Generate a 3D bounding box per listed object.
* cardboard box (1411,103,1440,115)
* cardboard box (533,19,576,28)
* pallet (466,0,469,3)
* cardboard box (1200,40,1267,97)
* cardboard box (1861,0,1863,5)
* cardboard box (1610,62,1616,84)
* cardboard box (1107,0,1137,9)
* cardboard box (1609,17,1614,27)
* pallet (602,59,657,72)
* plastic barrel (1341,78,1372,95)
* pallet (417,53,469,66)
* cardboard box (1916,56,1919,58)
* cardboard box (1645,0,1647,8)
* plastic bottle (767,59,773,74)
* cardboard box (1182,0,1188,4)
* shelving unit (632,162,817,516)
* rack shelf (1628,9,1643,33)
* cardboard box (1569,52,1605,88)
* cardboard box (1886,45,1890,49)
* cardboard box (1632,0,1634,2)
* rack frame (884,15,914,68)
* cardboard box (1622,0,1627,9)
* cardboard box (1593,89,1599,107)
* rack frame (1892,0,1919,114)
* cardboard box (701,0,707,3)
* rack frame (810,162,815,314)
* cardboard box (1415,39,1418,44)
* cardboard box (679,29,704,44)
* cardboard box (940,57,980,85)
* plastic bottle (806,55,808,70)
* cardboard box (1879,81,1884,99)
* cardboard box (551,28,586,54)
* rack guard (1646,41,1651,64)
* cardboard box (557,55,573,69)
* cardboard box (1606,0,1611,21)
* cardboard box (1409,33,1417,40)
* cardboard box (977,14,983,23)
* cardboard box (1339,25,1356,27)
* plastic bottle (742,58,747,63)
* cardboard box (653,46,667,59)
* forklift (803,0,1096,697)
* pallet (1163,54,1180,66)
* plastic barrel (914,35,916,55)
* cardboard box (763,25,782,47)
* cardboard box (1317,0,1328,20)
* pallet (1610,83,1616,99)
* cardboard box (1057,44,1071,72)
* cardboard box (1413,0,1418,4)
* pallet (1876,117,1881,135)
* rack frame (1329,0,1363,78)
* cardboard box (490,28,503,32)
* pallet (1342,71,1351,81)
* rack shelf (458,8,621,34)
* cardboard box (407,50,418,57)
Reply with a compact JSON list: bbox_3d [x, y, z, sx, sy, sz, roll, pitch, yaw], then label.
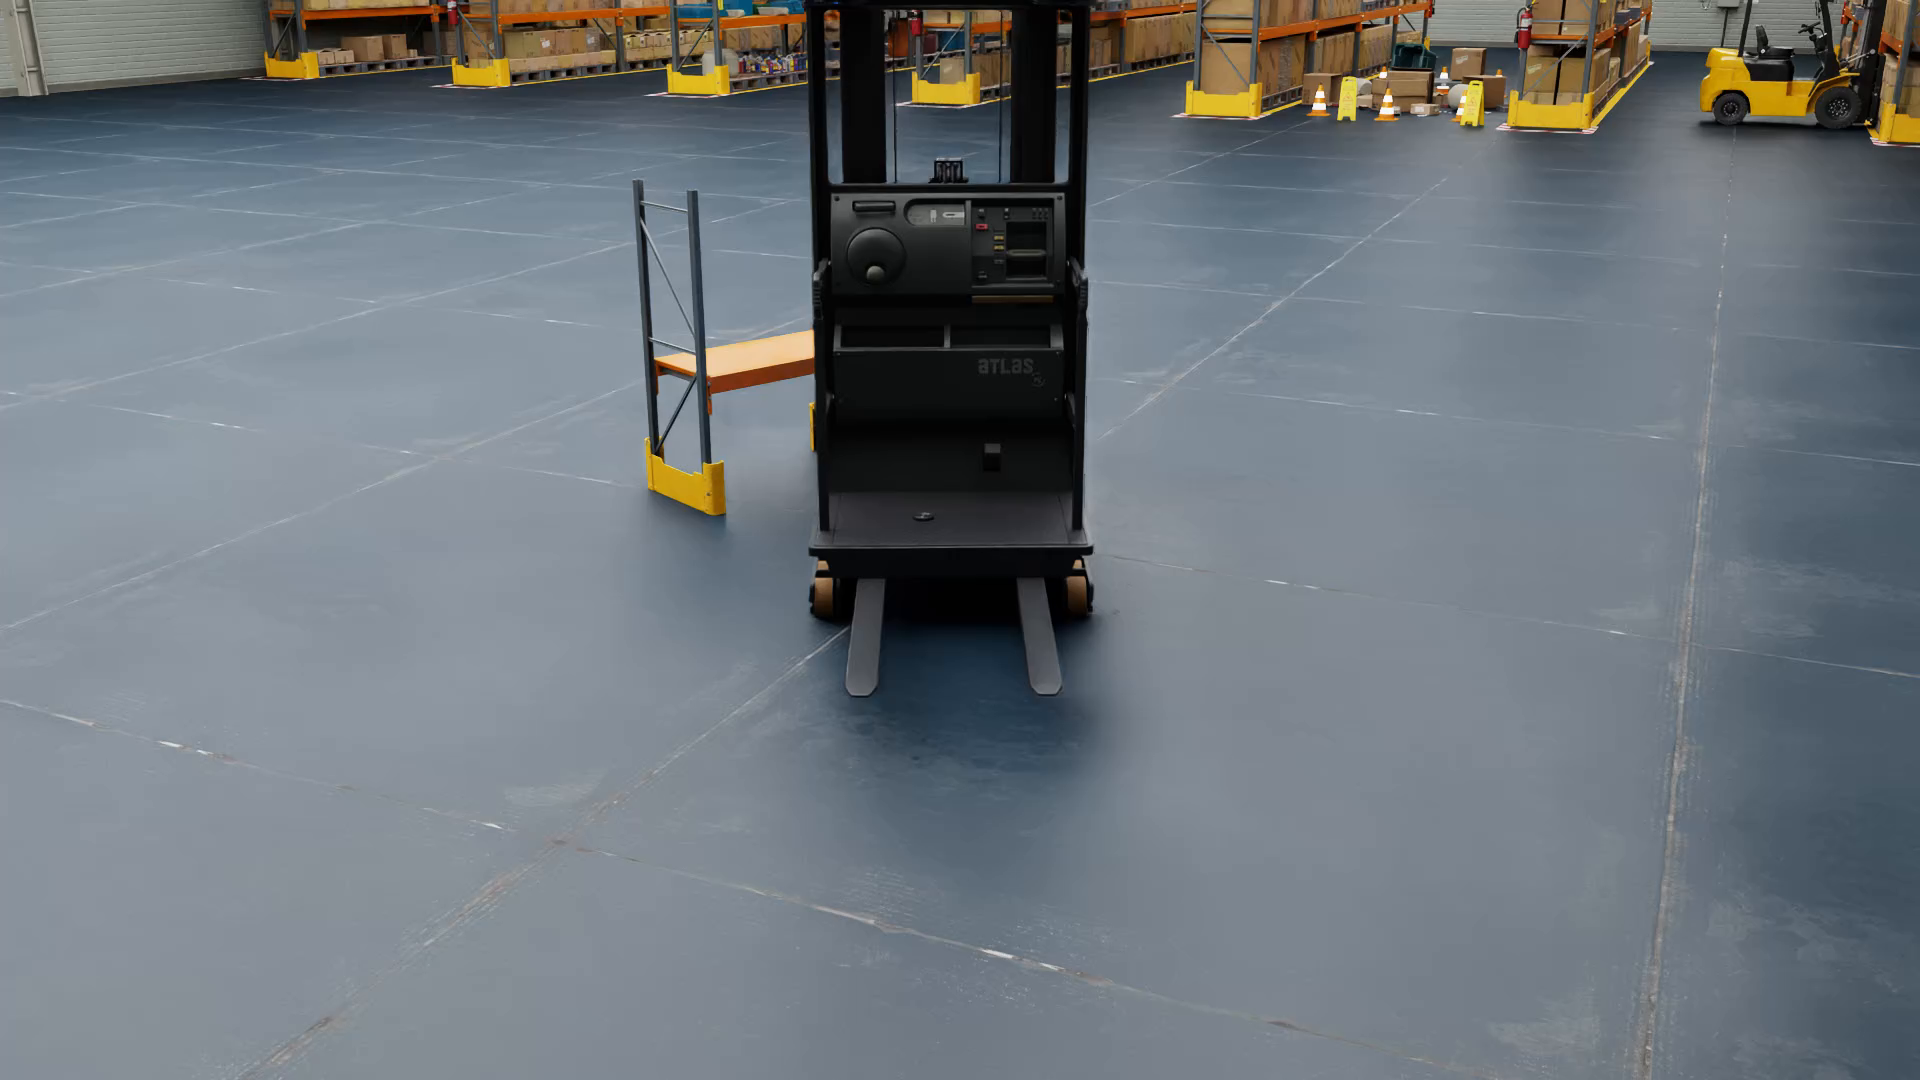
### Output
[{"bbox_3d":[7.461,-6.909,26.675,0.250,0.149,0.380,-14,24,-33],"label":"cardboard box"},{"bbox_3d":[-10.134,-12.811,41.596,0.750,0.750,0.750,8,21,22],"label":"cardboard box"},{"bbox_3d":[-11.328,-12.718,39.040,1.003,0.211,1.213,9,21,23],"label":"pallet"},{"bbox_3d":[4.427,-7.636,27.009,0.875,0.875,0.875,9,21,23],"label":"cardboard box"},{"bbox_3d":[16.710,-9.835,30.243,0.500,0.250,0.500,8,21,20],"label":"cardboard box"},{"bbox_3d":[11.192,-8.351,29.769,0.950,0.372,0.625,9,22,24],"label":"cardboard box"},{"bbox_3d":[3.450,-11.539,35.288,0.500,0.500,0.500,9,22,24],"label":"cardboard box"},{"bbox_3d":[10.456,-8.462,27.161,0.380,0.149,0.250,9,22,24],"label":"cardboard box"},{"bbox_3d":[-7.406,-10.435,36.494,1.003,0.211,1.213,9,21,23],"label":"pallet"},{"bbox_3d":[6.783,-7.675,28.418,0.421,0.421,0.512,-9,22,-24],"label":"plastic barrel"},{"bbox_3d":[-11.875,-11.121,38.424,1.003,0.211,1.213,9,21,23],"label":"pallet"},{"bbox_3d":[14.717,-7.157,25.102,0.500,0.250,0.500,8,21,22],"label":"cardboard box"},{"bbox_3d":[14.322,-11.551,35.323,0.500,0.500,0.500,9,21,23],"label":"cardboard box"},{"bbox_3d":[-3.656,-9.120,32.033,0.061,0.283,0.133,9,21,24],"label":"plastic bottle"},{"bbox_3d":[5.065,-12.529,38.598,0.380,0.149,0.250,9,21,23],"label":"cardboard box"},{"bbox_3d":[-0.946,-1.011,8.073,1.083,1.500,0.587,-17,25,-39],"label":"shelving unit"},{"bbox_3d":[12.862,-10.293,33.008,1.077,0.370,4.000,9,21,23],"label":"rack shelf"},{"bbox_3d":[9.782,-7.359,26.043,0.500,0.500,0.500,9,21,24],"label":"cardboard box"},{"bbox_3d":[16.544,-8.852,30.018,0.380,0.149,0.250,7,21,20],"label":"cardboard box"},{"bbox_3d":[12.476,-10.306,31.450,0.500,0.250,0.500,8,21,22],"label":"cardboard box"},{"bbox_3d":[-1.516,-12.060,36.903,1.000,3.000,0.127,9,21,23],"label":"rack frame"},{"bbox_3d":[11.479,-9.397,29.165,0.380,0.149,0.250,9,22,25],"label":"cardboard box"},{"bbox_3d":[9.566,-6.841,25.705,0.500,0.250,0.500,9,22,25],"label":"cardboard box"},{"bbox_3d":[13.297,-6.895,22.380,1.000,3.000,0.127,9,21,23],"label":"rack frame"},{"bbox_3d":[-6.223,-12.593,38.536,0.500,0.311,0.500,10,22,26],"label":"cardboard box"},{"bbox_3d":[-0.573,-1.122,8.385,0.032,1.500,0.500,-17,25,-39],"label":"rack frame"},{"bbox_3d":[10.595,-11.749,39.214,0.380,0.149,0.250,8,21,20],"label":"cardboard box"},{"bbox_3d":[-6.230,-11.553,38.119,0.500,0.311,0.500,8,21,22],"label":"cardboard box"},{"bbox_3d":[-0.003,-8.143,28.994,0.500,0.500,0.500,13,23,33],"label":"cardboard box"},{"bbox_3d":[-3.050,-9.572,33.305,0.061,0.283,0.133,10,22,25],"label":"plastic bottle"},{"bbox_3d":[13.619,-6.537,24.104,0.500,0.250,0.500,8,21,21],"label":"cardboard box"},{"bbox_3d":[-8.079,-10.297,34.304,0.500,0.500,0.500,9,21,23],"label":"cardboard box"},{"bbox_3d":[15.329,-11.296,38.484,1.175,0.500,0.348,9,21,23],"label":"rack guard"},{"bbox_3d":[-8.271,-9.789,33.995,0.500,0.250,0.500,9,21,23],"label":"cardboard box"},{"bbox_3d":[9.832,-8.340,25.850,0.500,0.500,0.500,8,21,22],"label":"cardboard box"},{"bbox_3d":[10.408,-11.727,38.707,0.380,0.149,0.250,9,22,25],"label":"cardboard box"},{"bbox_3d":[0.180,-8.944,28.518,0.380,0.149,0.250,9,21,23],"label":"cardboard box"},{"bbox_3d":[8.152,-10.757,35.224,0.500,0.250,0.500,9,22,25],"label":"cardboard box"},{"bbox_3d":[-4.255,-9.276,32.482,0.152,0.276,0.135,8,21,21],"label":"plastic bottle"},{"bbox_3d":[-6.860,-10.824,36.906,0.500,0.250,0.500,8,21,21],"label":"cardboard box"},{"bbox_3d":[-0.040,-1.176,6.400,1.130,2.935,3.031,0,20,-1],"label":"forklift"},{"bbox_3d":[4.393,-11.043,38.205,1.003,0.211,1.213,9,21,23],"label":"pallet"},{"bbox_3d":[-1.182,-11.422,38.196,0.421,0.512,0.421,0,20,0],"label":"plastic barrel"},{"bbox_3d":[-4.752,-12.500,41.213,0.500,0.500,0.500,9,21,23],"label":"cardboard box"},{"bbox_3d":[6.309,-9.617,29.884,0.500,0.500,0.500,9,21,23],"label":"cardboard box"},{"bbox_3d":[11.221,-8.096,29.920,1.003,0.211,1.213,9,21,23],"label":"pallet"},{"bbox_3d":[1.848,-9.515,32.821,0.700,0.500,0.500,8,21,22],"label":"cardboard box"},{"bbox_3d":[10.443,-12.550,38.657,0.380,0.149,0.250,8,21,20],"label":"cardboard box"},{"bbox_3d":[13.572,-5.821,23.521,1.003,0.211,1.213,9,21,23],"label":"pallet"},{"bbox_3d":[7.486,-10.669,32.991,1.000,3.000,0.127,9,21,23],"label":"rack frame"},{"bbox_3d":[-11.297,-11.924,39.595,0.700,0.500,0.500,8,21,22],"label":"cardboard box"},{"bbox_3d":[7.094,-9.124,32.810,1.003,0.211,1.213,9,21,23],"label":"pallet"},{"bbox_3d":[-8.491,-10.567,33.780,1.077,0.370,4.000,9,21,23],"label":"rack shelf"},{"bbox_3d":[-12.384,-10.901,37.216,0.380,0.166,0.250,6,20,16],"label":"cardboard box"}]
